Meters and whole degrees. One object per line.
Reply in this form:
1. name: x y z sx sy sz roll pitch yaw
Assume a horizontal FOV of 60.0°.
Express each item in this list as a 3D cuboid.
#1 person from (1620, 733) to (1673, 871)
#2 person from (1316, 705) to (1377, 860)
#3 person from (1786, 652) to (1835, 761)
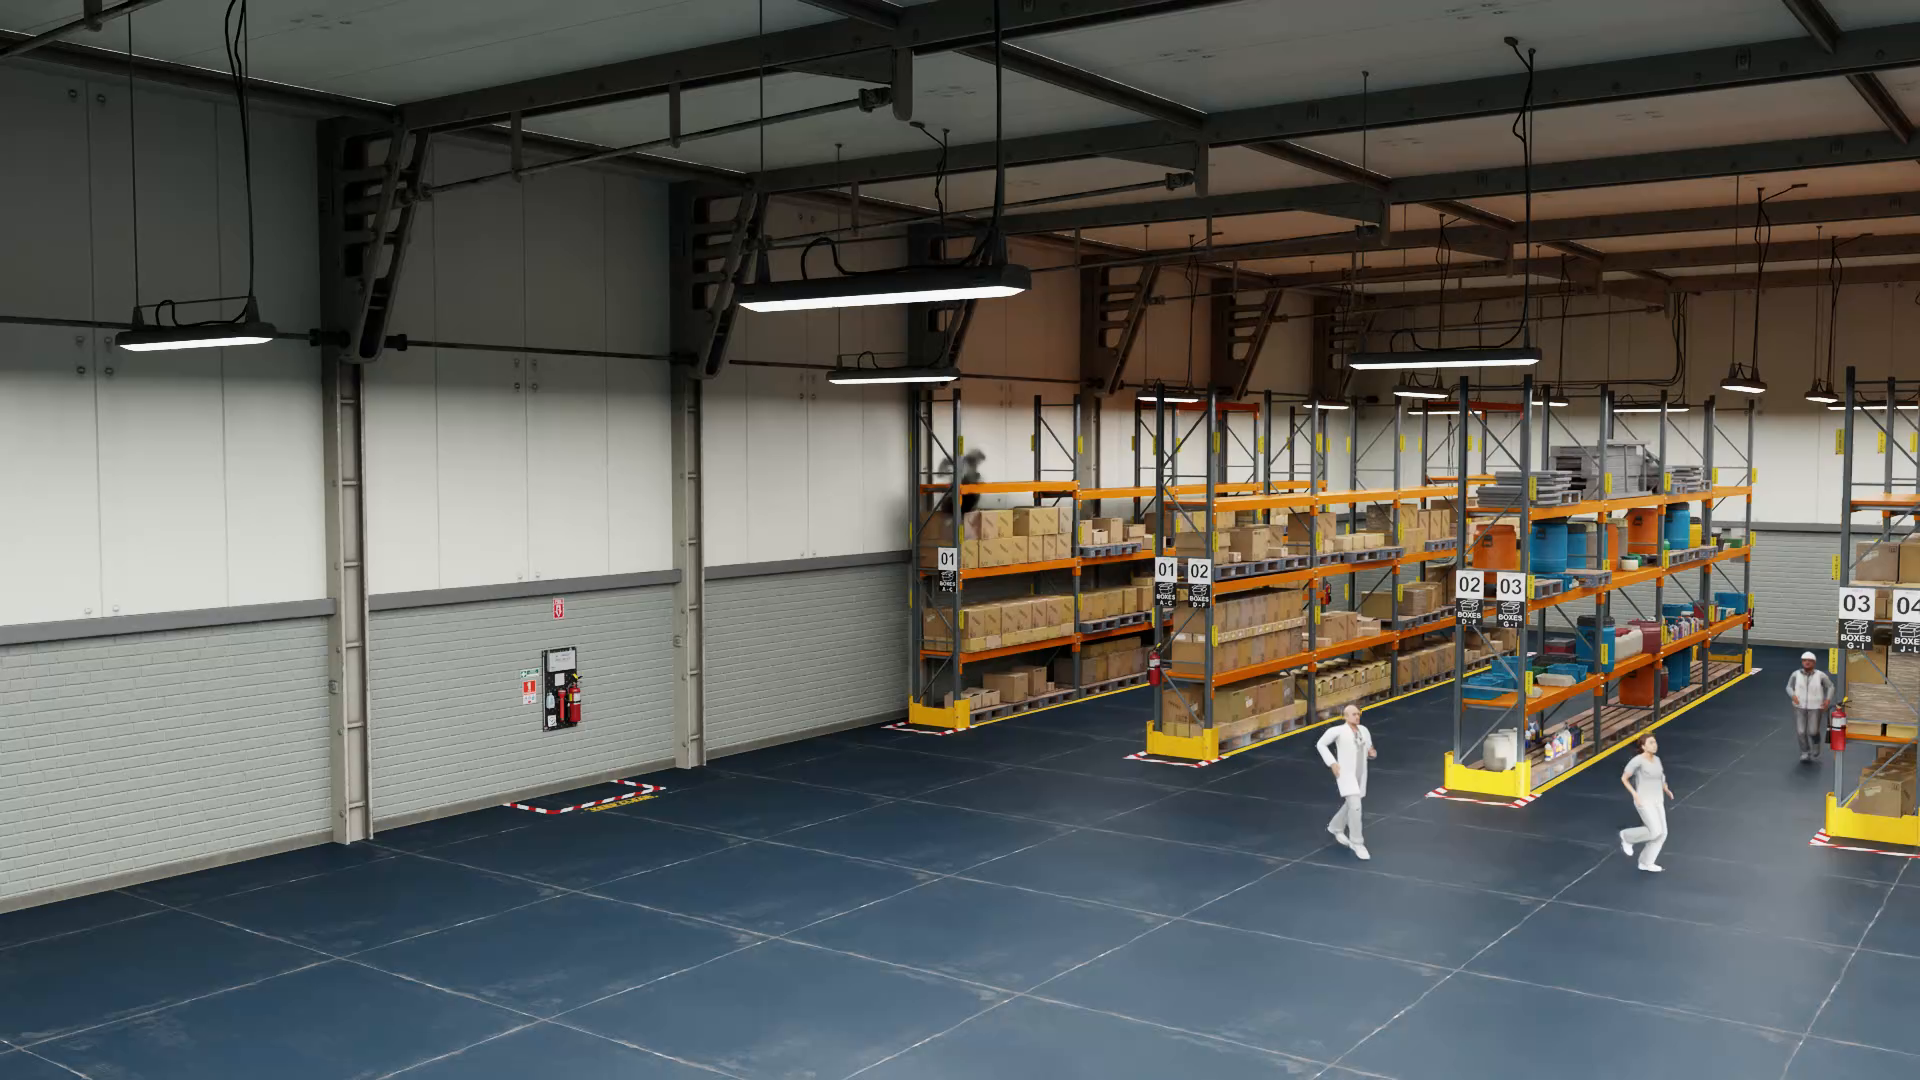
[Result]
1. person: 8.100 3.063 19.596 0.578 1.581 0.560 -1 4 -24
2. person: 4.800 2.939 20.477 0.694 1.822 0.876 -2 4 -29
3. person: 13.411 2.632 26.269 0.687 1.726 0.591 2 4 34
